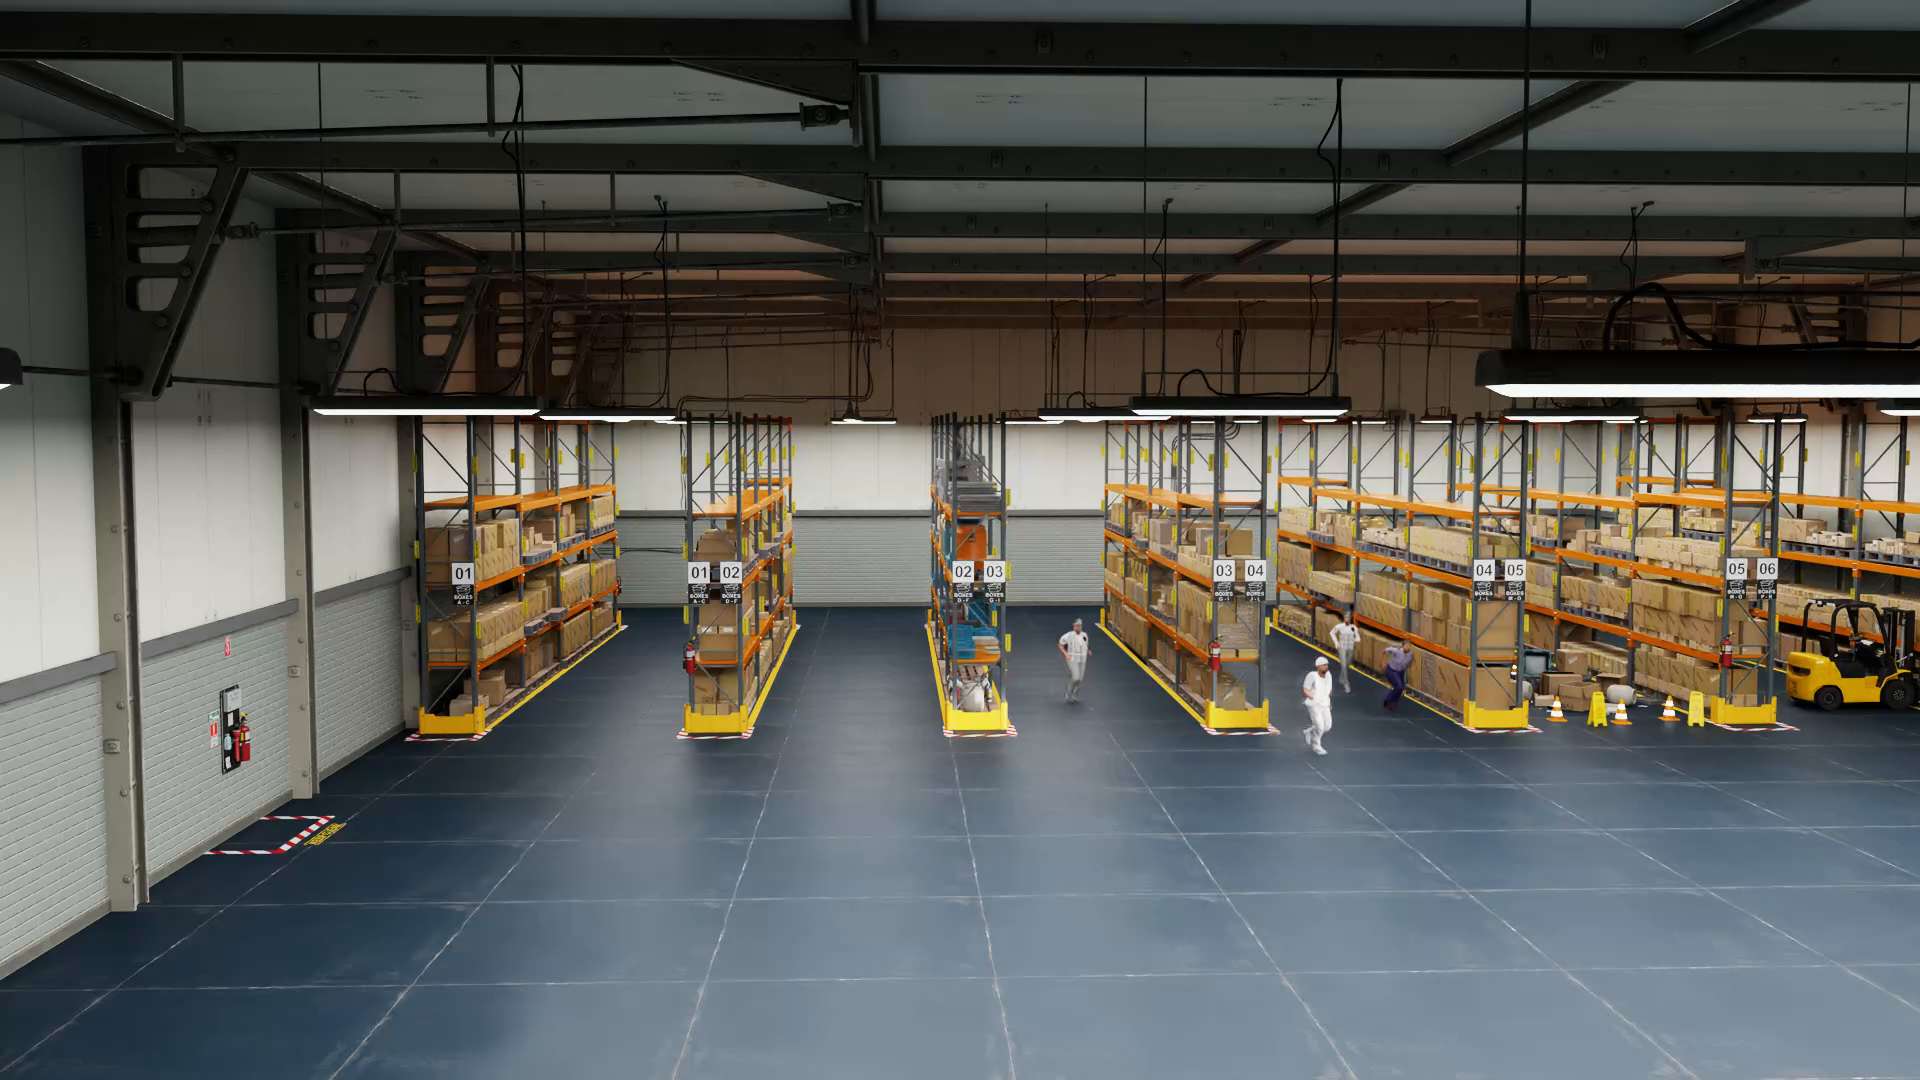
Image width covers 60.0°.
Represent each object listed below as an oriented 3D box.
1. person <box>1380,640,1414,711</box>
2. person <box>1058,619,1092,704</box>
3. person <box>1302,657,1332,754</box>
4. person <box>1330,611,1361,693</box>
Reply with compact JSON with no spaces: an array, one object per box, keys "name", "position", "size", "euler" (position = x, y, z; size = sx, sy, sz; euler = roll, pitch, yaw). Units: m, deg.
[{"name":"person","position":[8.732,2.705,33.325],"size":[0.640,1.490,0.902],"euler":[-2,4,-23]},{"name":"person","position":[2.431,2.507,34.417],"size":[0.633,1.769,0.662],"euler":[-2,4,-29]},{"name":"person","position":[6.265,2.889,29.164],"size":[0.696,1.720,0.702],"euler":[-2,5,-32]},{"name":"person","position":[8.416,2.406,36.225],"size":[0.611,1.717,0.892],"euler":[0,4,-5]}]
